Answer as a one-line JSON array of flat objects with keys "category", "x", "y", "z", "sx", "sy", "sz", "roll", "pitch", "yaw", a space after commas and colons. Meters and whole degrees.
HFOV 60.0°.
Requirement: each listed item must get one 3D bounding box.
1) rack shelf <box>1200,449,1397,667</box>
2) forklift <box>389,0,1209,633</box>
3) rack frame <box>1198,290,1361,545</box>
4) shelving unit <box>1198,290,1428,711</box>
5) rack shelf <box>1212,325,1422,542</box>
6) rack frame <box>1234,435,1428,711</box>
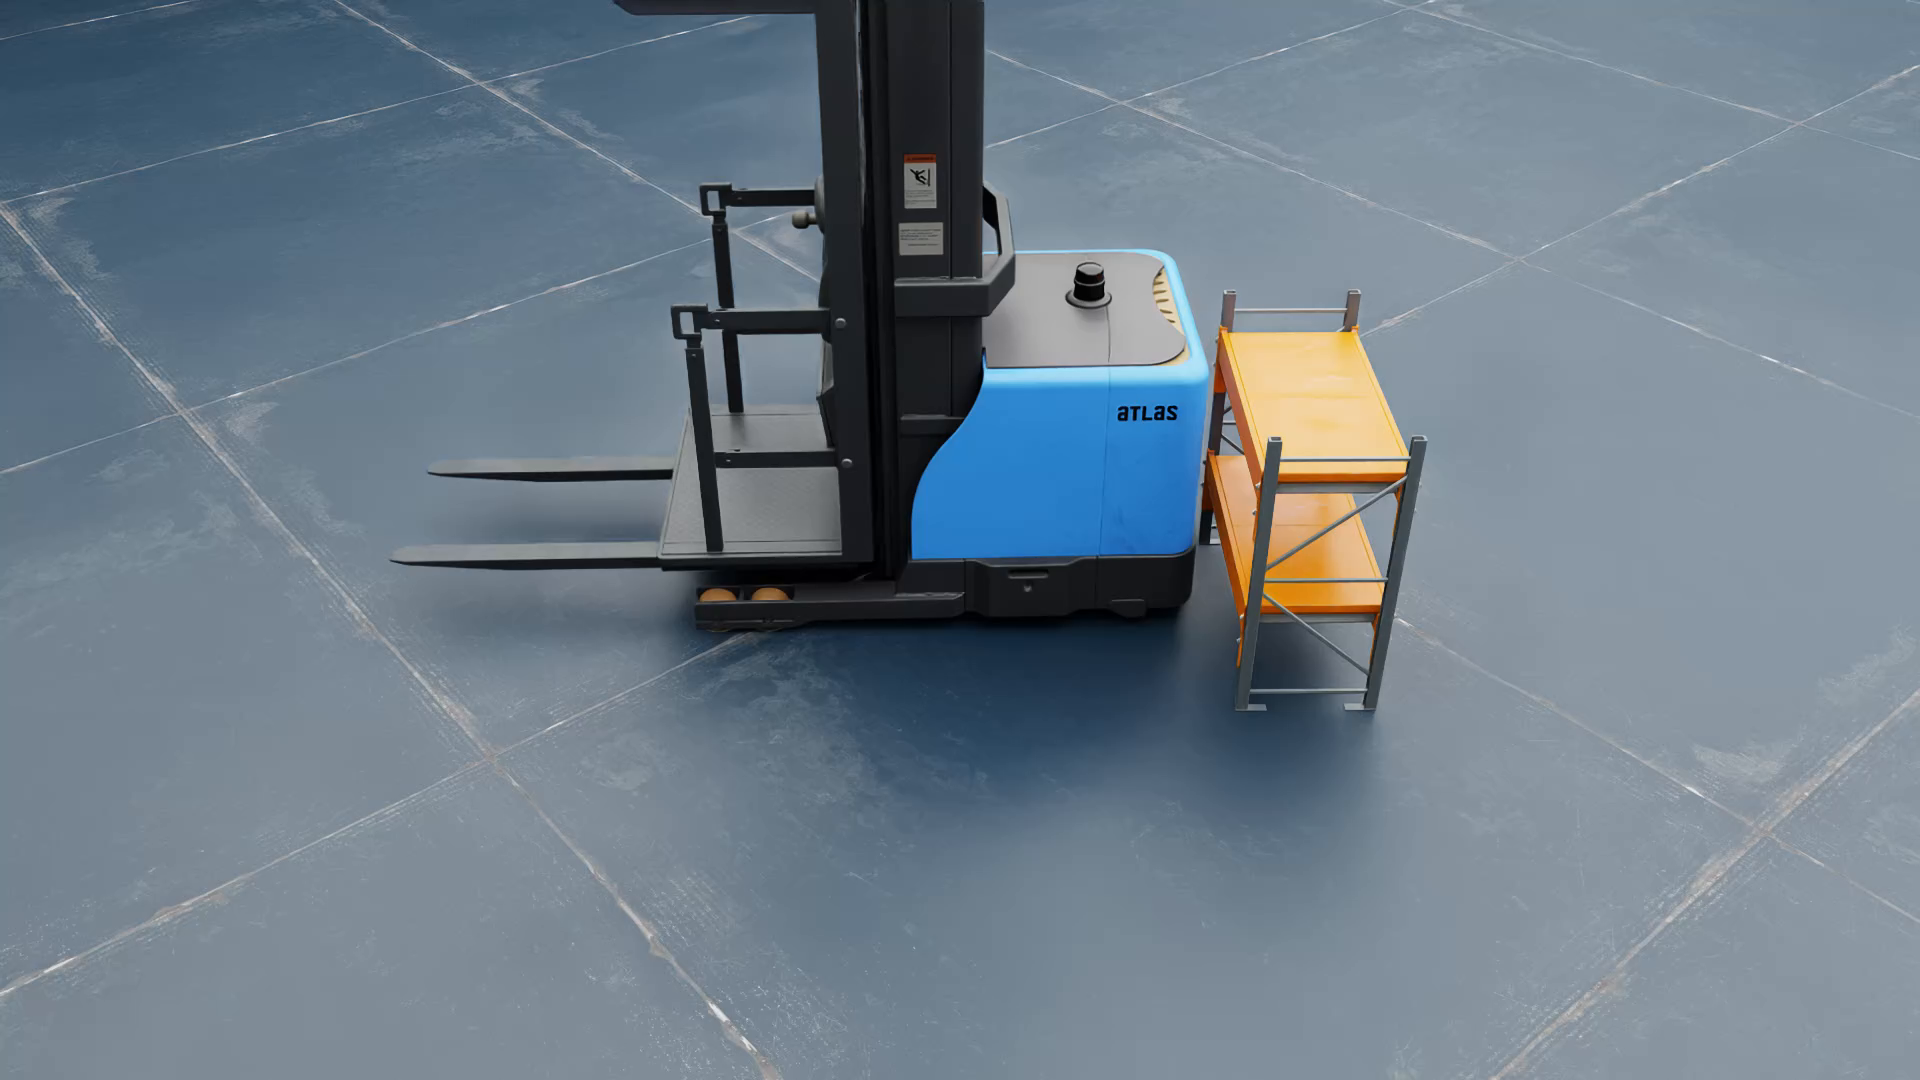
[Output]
[{"category": "rack shelf", "x": 1.221, "y": 0.044, "z": 6.138, "sx": 0.538, "sy": 0.278, "sz": 1.000, "roll": 0, "pitch": 35, "yaw": 0}, {"category": "forklift", "x": -0.646, "y": -1.159, "z": 5.850, "sx": 3.031, "sy": 2.935, "sz": 1.130, "roll": -1, "pitch": 35, "yaw": -1}, {"category": "rack frame", "x": 1.217, "y": -0.450, "z": 6.411, "sx": 0.500, "sy": 1.125, "sz": 0.032, "roll": 0, "pitch": 35, "yaw": 0}, {"category": "shelving unit", "x": 1.221, "y": -0.156, "z": 5.997, "sx": 0.538, "sy": 1.125, "sz": 1.048, "roll": 0, "pitch": 35, "yaw": 0}, {"category": "rack shelf", "x": 1.221, "y": -0.395, "z": 5.827, "sx": 0.538, "sy": 0.278, "sz": 1.000, "roll": 0, "pitch": 35, "yaw": 0}, {"category": "rack frame", "x": 1.226, "y": 0.138, "z": 5.582, "sx": 0.500, "sy": 1.125, "sz": 0.032, "roll": 0, "pitch": 35, "yaw": 0}]
